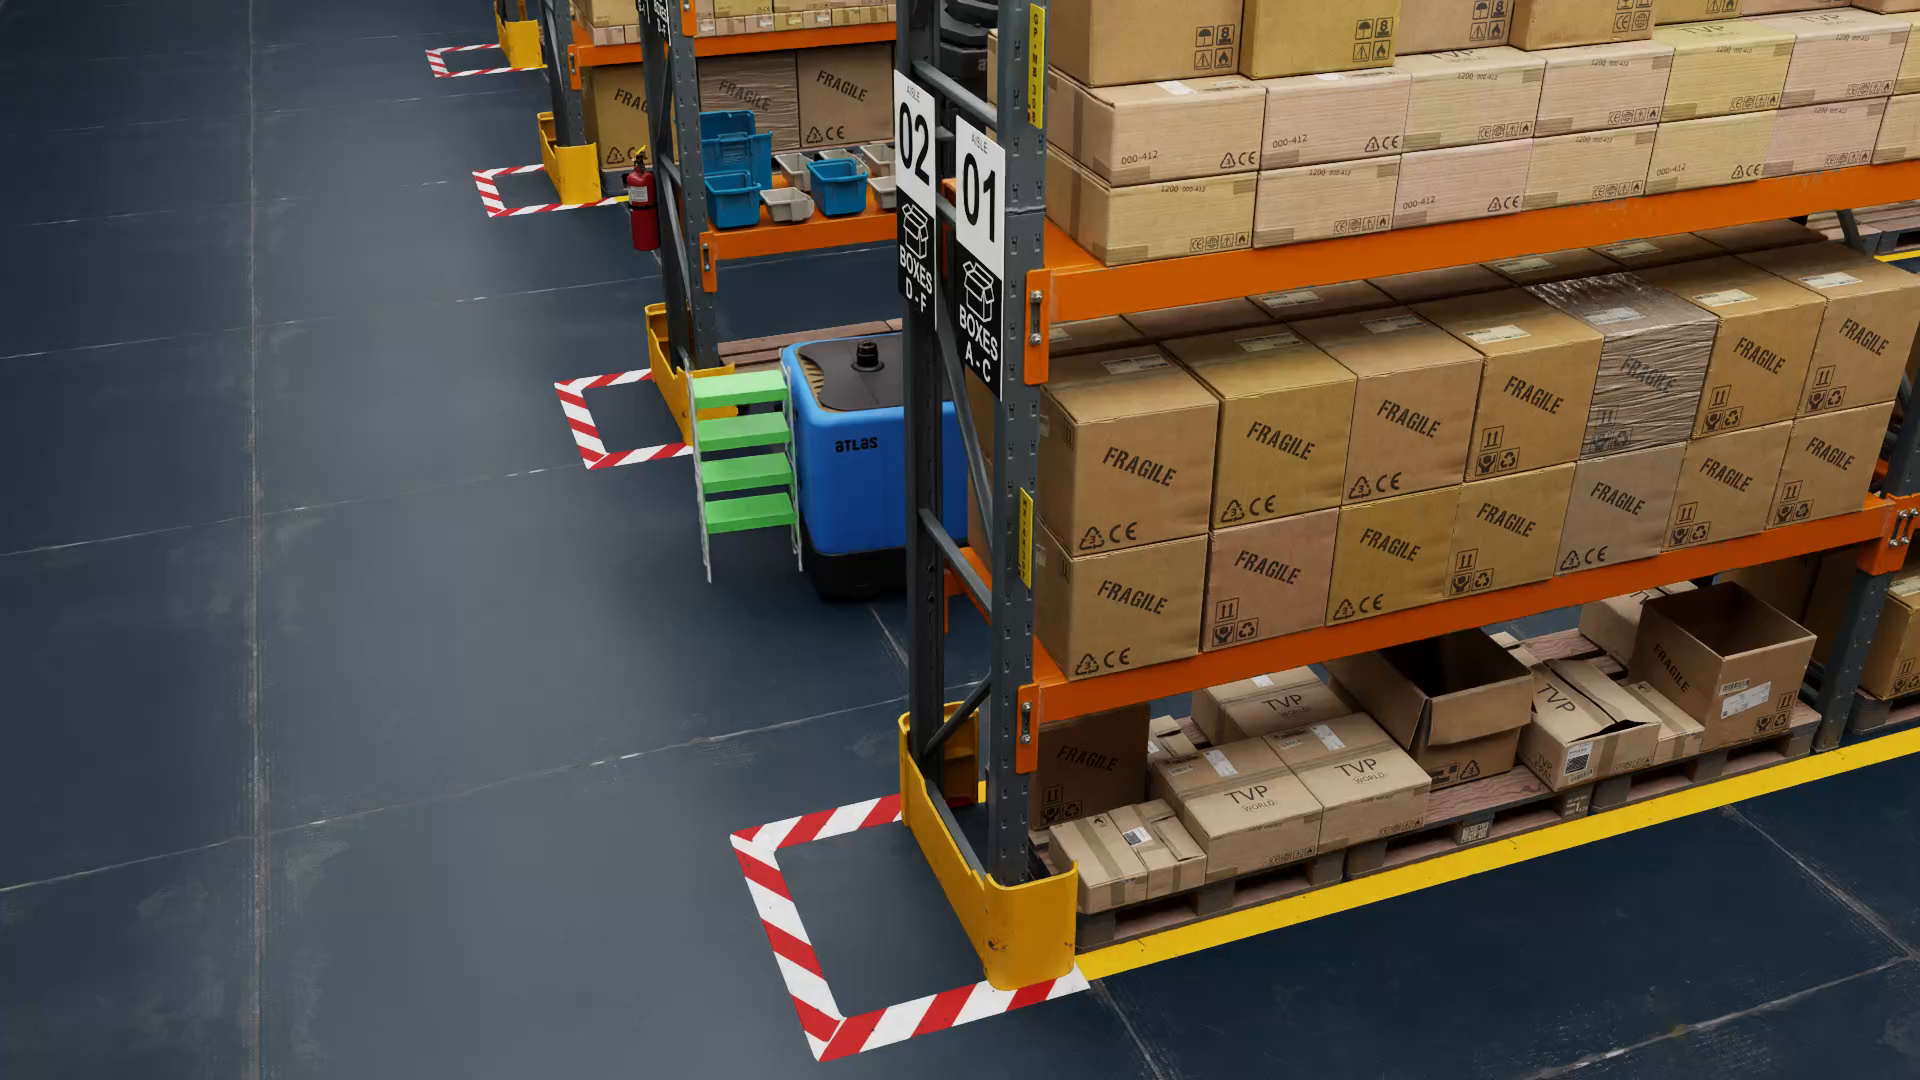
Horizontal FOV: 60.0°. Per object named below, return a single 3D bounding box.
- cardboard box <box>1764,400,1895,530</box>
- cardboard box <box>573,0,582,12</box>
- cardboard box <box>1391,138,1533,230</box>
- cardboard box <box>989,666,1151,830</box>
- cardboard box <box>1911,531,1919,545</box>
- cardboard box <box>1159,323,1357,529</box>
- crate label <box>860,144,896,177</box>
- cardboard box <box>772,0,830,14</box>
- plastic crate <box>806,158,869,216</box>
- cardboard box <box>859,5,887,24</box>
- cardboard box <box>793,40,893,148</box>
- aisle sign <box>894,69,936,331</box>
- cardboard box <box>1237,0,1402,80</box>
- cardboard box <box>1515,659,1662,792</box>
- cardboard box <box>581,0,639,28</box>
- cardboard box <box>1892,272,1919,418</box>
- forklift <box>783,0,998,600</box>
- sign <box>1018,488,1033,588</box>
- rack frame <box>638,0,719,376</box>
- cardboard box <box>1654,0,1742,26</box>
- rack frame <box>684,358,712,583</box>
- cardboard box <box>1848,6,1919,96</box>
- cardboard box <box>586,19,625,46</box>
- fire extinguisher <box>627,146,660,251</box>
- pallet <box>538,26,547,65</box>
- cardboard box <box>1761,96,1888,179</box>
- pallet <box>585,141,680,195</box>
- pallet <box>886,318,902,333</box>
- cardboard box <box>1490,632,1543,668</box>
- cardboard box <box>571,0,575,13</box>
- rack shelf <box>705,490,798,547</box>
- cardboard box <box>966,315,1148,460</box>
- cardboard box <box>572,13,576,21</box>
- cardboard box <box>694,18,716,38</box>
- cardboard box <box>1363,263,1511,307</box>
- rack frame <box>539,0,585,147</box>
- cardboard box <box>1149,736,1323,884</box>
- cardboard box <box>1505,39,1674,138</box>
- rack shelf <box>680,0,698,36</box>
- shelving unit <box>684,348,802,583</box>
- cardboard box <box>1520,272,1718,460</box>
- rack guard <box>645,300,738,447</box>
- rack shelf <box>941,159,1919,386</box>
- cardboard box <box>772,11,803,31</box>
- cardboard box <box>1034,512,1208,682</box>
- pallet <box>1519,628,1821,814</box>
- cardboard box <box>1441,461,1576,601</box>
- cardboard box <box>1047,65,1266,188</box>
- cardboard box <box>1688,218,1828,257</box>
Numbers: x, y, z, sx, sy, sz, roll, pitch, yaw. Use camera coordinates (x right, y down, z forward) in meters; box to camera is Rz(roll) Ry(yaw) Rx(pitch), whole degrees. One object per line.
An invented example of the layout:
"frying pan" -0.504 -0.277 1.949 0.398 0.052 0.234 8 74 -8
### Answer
"cardboard box" 3.390 -0.410 6.838 0.500 0.500 0.500 -10 31 -17
"cardboard box" -3.069 -4.749 14.406 0.500 0.250 0.500 -11 31 -18
"cardboard box" 1.531 -1.258 5.549 0.500 0.250 0.500 -10 31 -18
"cardboard box" 0.444 0.805 6.887 0.500 0.500 0.500 -10 31 -18
"cardboard box" 4.803 0.255 7.852 0.500 0.500 0.500 -10 31 -17
"cardboard box" 1.015 -0.407 5.824 0.500 0.500 0.500 -10 31 -17
"crate label" -0.473 -2.419 10.672 0.243 0.136 0.396 -10 31 -18
"cardboard box" -1.442 -4.770 14.444 0.500 0.250 0.500 -11 31 -19
"plastic crate" -0.740 -2.137 10.079 0.300 0.233 0.416 -10 31 -18
"cardboard box" -0.818 -4.677 14.683 0.250 0.149 0.380 -10 31 -17
"cardboard box" -1.172 -4.196 15.306 0.875 0.875 0.875 -10 31 -18
"aisle sign" -0.151 -1.141 5.597 0.004 0.787 0.394 -10 31 -18
"cardboard box" 0.994 -1.806 5.248 0.500 0.500 0.700 -10 31 -18
"cardboard box" 2.631 0.765 7.149 0.500 0.311 0.500 -10 31 -18
"cardboard box" -2.887 -4.500 13.969 0.500 0.250 0.500 -11 32 -19
"cardboard box" 4.291 -0.776 7.056 0.500 0.500 0.700 -22 37 -34
"forklift" 0.604 -1.351 8.660 3.031 2.935 1.130 -7 30 -13
"sign" 0.209 -0.006 5.356 0.005 0.325 0.100 -10 31 -18
"rack frame" -1.704 -2.180 10.047 0.127 3.000 1.000 -10 31 -18
"cardboard box" 2.342 -2.142 5.838 0.500 0.500 0.700 -10 31 -18
"rack frame" -1.361 -0.349 8.650 0.015 1.200 0.240 -8 31 -12
"cardboard box" 3.408 -1.817 6.026 0.500 0.250 0.500 -10 31 -18
"cardboard box" -2.983 -4.277 13.981 0.250 0.149 0.380 -10 31 -17
"fire extinguisher" -2.003 -2.169 10.482 0.183 0.674 0.296 -10 31 -18
"pallet" -4.221 -5.722 19.080 1.213 0.211 1.003 -10 31 -18
"cardboard box" 2.934 -1.521 6.011 0.500 0.250 0.500 -10 31 -18
"pallet" -2.709 -3.441 15.076 1.213 0.211 1.003 -10 31 -18
"pallet" 0.224 -1.302 11.322 1.213 0.211 1.003 -10 31 -18
"cardboard box" 2.493 0.594 7.595 0.250 0.166 0.380 -10 31 -18
"cardboard box" -4.240 -6.035 18.668 0.250 0.149 0.380 -10 31 -17
"rack shelf" -1.123 -0.116 8.853 0.480 0.148 0.258 -8 31 -12
"cardboard box" 0.341 -0.564 6.098 0.500 0.500 0.500 -11 31 -18
"cardboard box" -4.209 -5.862 18.665 0.250 0.149 0.380 -11 31 -18
"cardboard box" -2.259 -4.412 14.218 0.250 0.149 0.380 -11 31 -18
"cardboard box" 1.780 -0.832 6.568 0.500 0.500 0.500 -9 31 -16
"rack frame" -3.431 -4.478 14.080 0.127 3.000 1.000 -10 31 -18
"cardboard box" 1.097 1.074 6.669 0.500 0.250 0.500 -10 31 -18
"cardboard box" 2.000 -1.561 5.577 0.500 0.250 0.500 -10 31 -18
"rack shelf" 0.171 -3.516 10.088 4.000 0.370 1.077 -10 31 -18
"shelving unit" -1.125 -0.380 8.702 0.503 1.200 0.258 -8 31 -12
"cardboard box" 2.434 -0.666 6.277 0.500 0.500 0.500 -10 31 -17
"rack guard" -1.722 -1.084 10.648 0.348 0.500 1.175 -10 31 -18
"rack shelf" 1.895 -1.217 6.053 4.000 0.370 1.077 -10 31 -18
"cardboard box" -1.542 -4.543 14.448 0.250 0.149 0.380 -11 32 -19
"cardboard box" 0.528 0.121 5.907 0.500 0.500 0.500 -10 31 -17
"pallet" 3.125 0.758 7.707 1.213 0.211 1.003 -10 31 -18
"cardboard box" 1.950 -0.141 6.367 0.500 0.500 0.500 -10 31 -17
"cardboard box" 0.592 -1.305 5.126 0.500 0.250 0.500 -10 31 -18
"cardboard box" 3.229 -1.099 7.038 0.500 0.500 0.500 -10 31 -16
